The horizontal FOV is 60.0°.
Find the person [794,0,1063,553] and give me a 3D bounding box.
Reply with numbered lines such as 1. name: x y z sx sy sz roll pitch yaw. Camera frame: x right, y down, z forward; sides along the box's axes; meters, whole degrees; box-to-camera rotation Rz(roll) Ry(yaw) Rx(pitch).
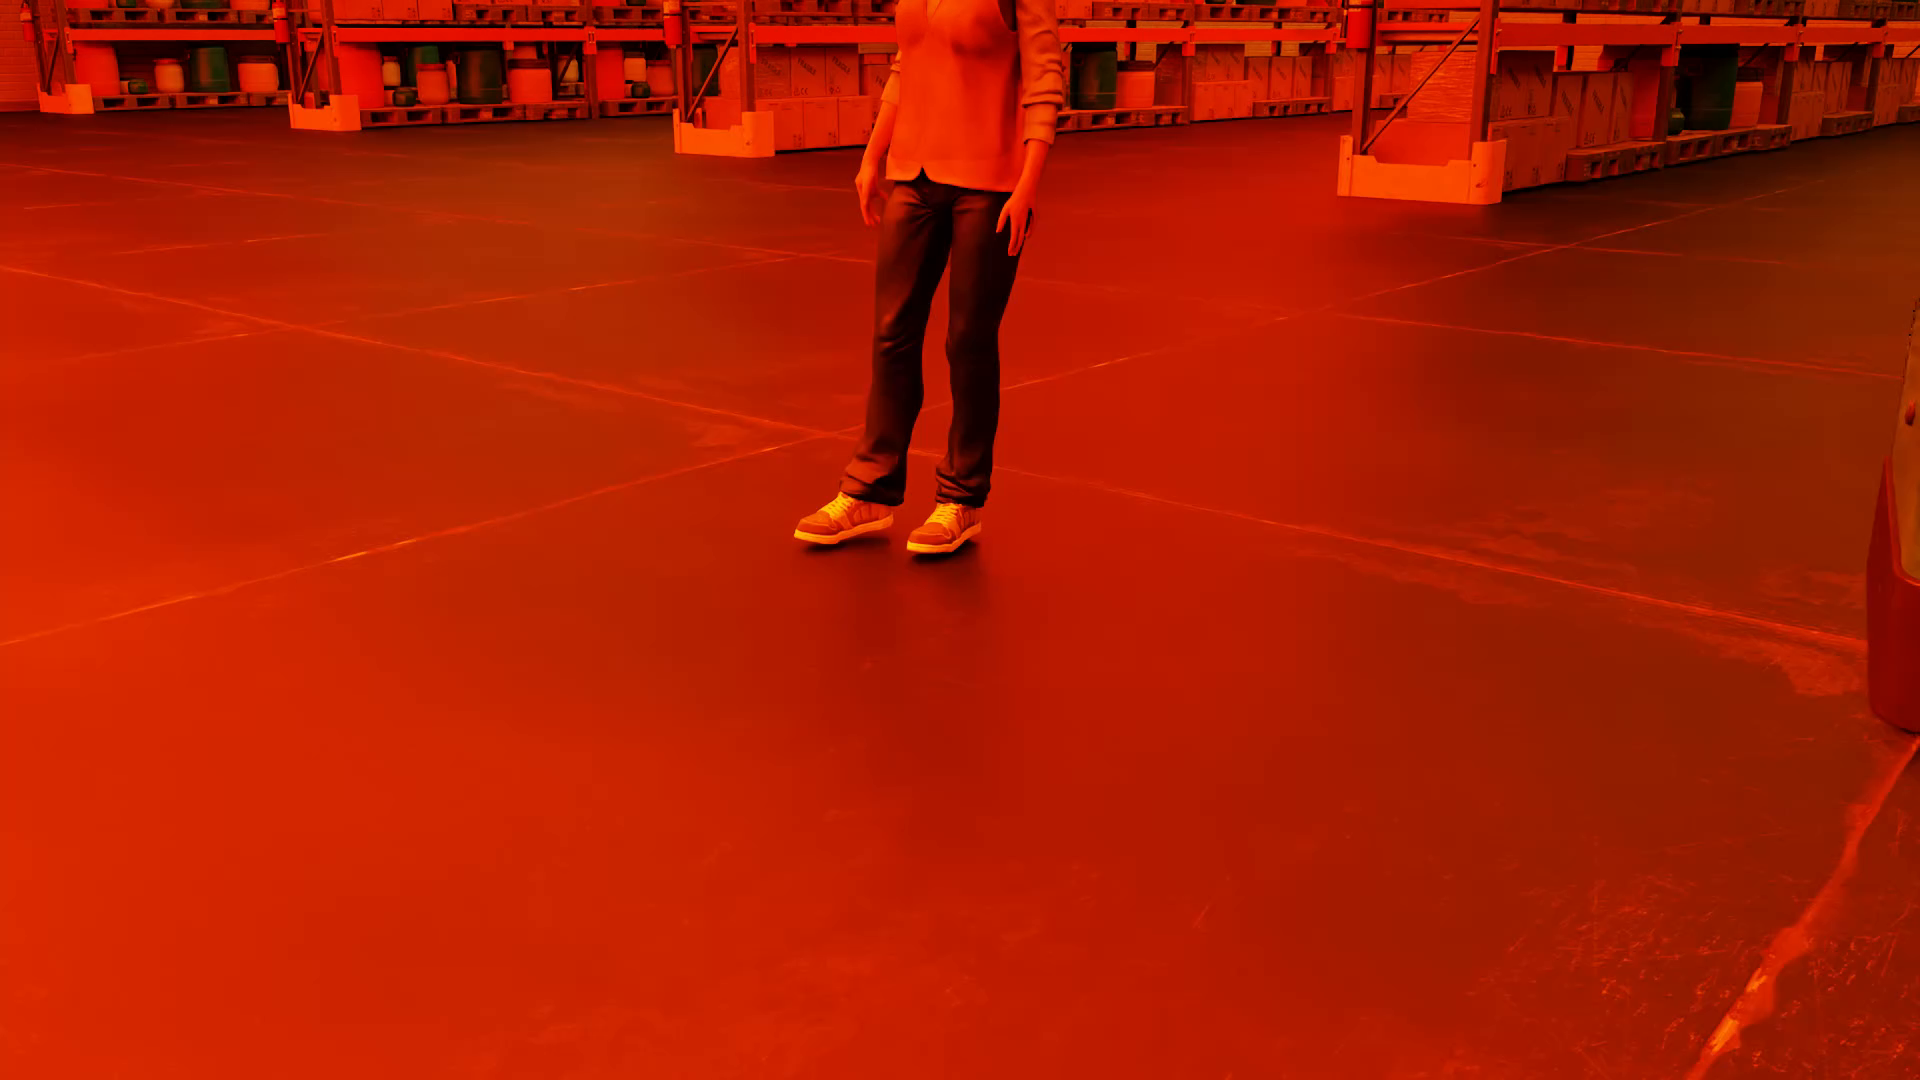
1. person: -0.058 -0.756 3.661 0.521 1.599 0.473 13 21 37

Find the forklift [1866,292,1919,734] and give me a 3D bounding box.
1. forklift: 3.062 -0.964 2.071 3.031 2.935 1.130 8 19 26
